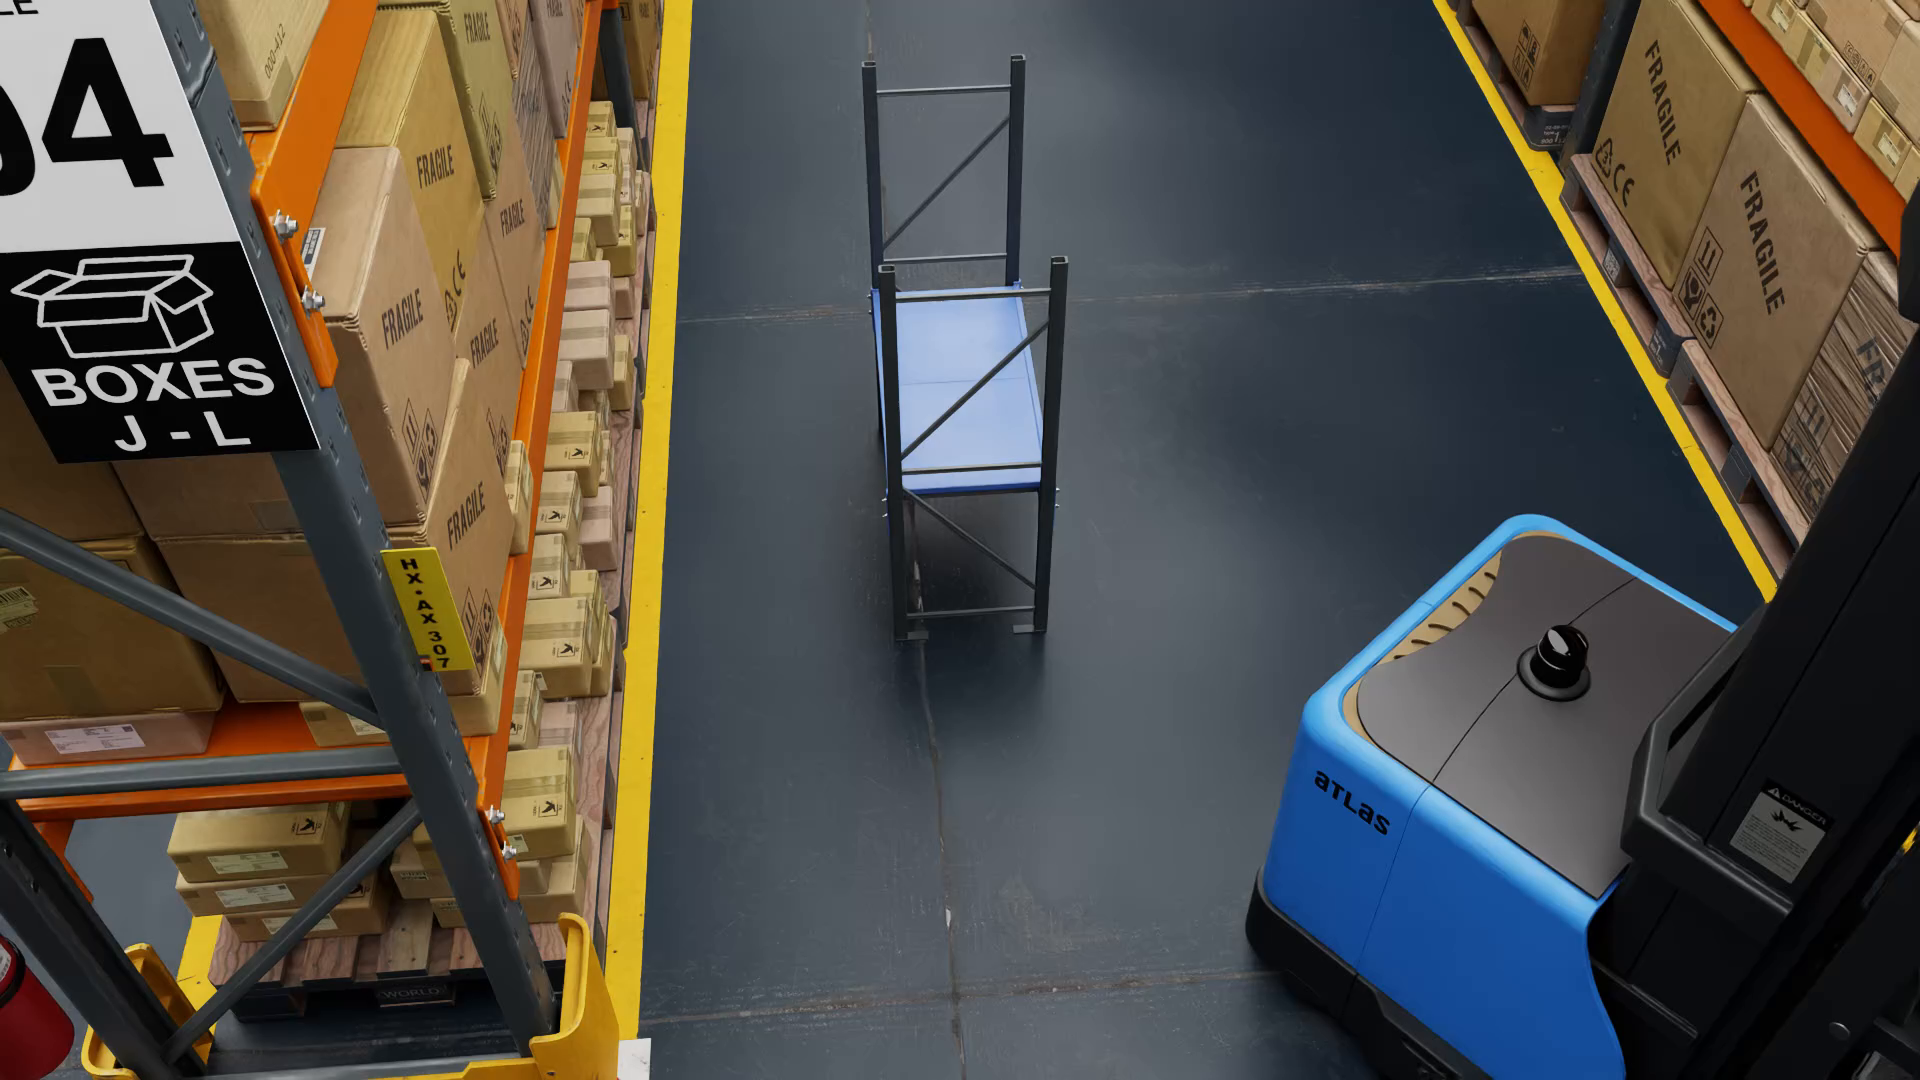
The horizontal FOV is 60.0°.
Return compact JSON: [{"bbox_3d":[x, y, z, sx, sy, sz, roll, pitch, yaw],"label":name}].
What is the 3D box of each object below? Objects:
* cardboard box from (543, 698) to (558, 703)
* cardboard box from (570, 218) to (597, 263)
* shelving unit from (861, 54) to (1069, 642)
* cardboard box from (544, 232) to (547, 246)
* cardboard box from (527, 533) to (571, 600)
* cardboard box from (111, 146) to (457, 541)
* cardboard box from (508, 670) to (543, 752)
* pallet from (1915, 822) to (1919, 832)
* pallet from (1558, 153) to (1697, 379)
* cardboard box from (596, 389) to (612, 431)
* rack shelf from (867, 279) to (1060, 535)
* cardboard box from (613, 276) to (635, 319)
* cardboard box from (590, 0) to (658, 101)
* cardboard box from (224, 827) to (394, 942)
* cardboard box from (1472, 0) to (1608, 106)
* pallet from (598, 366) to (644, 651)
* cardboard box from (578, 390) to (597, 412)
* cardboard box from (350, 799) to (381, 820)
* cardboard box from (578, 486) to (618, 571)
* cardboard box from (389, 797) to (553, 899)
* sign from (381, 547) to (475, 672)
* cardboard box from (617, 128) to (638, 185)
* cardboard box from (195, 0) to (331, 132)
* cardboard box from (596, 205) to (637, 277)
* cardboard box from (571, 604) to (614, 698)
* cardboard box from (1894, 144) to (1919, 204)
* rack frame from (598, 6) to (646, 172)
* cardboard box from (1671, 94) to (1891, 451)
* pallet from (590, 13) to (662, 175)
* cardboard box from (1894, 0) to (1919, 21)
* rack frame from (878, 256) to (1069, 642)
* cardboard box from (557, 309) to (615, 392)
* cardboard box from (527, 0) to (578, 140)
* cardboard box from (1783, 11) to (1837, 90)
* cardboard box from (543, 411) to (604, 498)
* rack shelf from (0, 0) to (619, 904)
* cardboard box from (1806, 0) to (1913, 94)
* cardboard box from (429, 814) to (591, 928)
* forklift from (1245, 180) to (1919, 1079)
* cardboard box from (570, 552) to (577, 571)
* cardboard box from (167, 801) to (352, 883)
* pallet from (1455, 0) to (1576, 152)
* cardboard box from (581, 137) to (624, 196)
[{"bbox_3d":[-1.353,0.425,4.751,0.380,0.149,0.250,-3,47,-3],"label":"cardboard box"},{"bbox_3d":[-1.502,-1.007,5.902,0.380,0.149,0.250,-2,47,-2],"label":"cardboard box"},{"bbox_3d":[-0.007,-0.577,5.264,0.538,1.500,1.048,-3,47,-3],"label":"shelving unit"},{"bbox_3d":[-1.372,-0.834,4.647,0.380,0.149,0.250,-2,47,-2],"label":"cardboard box"},{"bbox_3d":[-1.335,0.134,4.821,0.380,0.149,0.250,-6,47,-5],"label":"cardboard box"},{"bbox_3d":[-1.263,-0.362,3.065,0.500,0.500,0.500,-4,47,-4],"label":"cardboard box"},{"bbox_3d":[-1.338,0.499,4.476,0.380,0.149,0.250,-3,47,-3],"label":"cardboard box"},{"bbox_3d":[3.316,0.616,5.021,1.003,0.211,1.213,-3,47,-3],"label":"pallet"},{"bbox_3d":[3.112,-1.149,6.693,1.003,0.211,1.213,-3,47,-3],"label":"pallet"},{"bbox_3d":[-1.411,-0.394,5.732,0.380,0.149,0.250,-3,47,-3],"label":"cardboard box"},{"bbox_3d":[-0.007,-0.454,5.395,0.538,0.185,1.000,-3,47,-3],"label":"rack shelf"},{"bbox_3d":[-1.427,-0.955,6.263,0.380,0.149,0.250,-5,47,-5],"label":"cardboard box"},{"bbox_3d":[-1.622,-2.270,7.267,0.500,0.500,0.500,-2,47,-2],"label":"cardboard box"},{"bbox_3d":[-1.742,0.927,4.480,0.380,0.149,0.250,-3,47,-3],"label":"cardboard box"},{"bbox_3d":[3.053,-2.539,7.263,1.225,0.875,0.875,-3,47,-3],"label":"cardboard box"},{"bbox_3d":[-1.628,-0.107,5.706,1.003,0.211,1.213,-3,47,-3],"label":"pallet"},{"bbox_3d":[-1.440,-0.539,5.664,0.380,0.149,0.250,-5,47,-5],"label":"cardboard box"},{"bbox_3d":[-1.786,0.636,4.551,0.380,0.149,0.250,-4,47,-4],"label":"cardboard box"},{"bbox_3d":[-1.308,-0.023,5.380,0.380,0.149,0.250,-6,47,-5],"label":"cardboard box"},{"bbox_3d":[-1.278,0.798,4.397,0.380,0.149,0.250,-2,47,-2],"label":"cardboard box"},{"bbox_3d":[-0.949,0.129,2.966,0.100,0.325,0.005,-3,47,-3],"label":"sign"},{"bbox_3d":[-1.481,-1.493,6.567,0.380,0.149,0.250,-3,47,-2],"label":"cardboard box"},{"bbox_3d":[-1.272,-0.861,2.537,0.500,0.250,0.500,-2,47,-2],"label":"cardboard box"},{"bbox_3d":[-1.406,-1.105,6.200,0.380,0.149,0.250,-5,47,-5],"label":"cardboard box"},{"bbox_3d":[-1.258,0.341,5.035,0.380,0.149,0.250,-3,47,-3],"label":"cardboard box"},{"bbox_3d":[2.976,-1.026,4.829,0.380,0.149,0.250,-3,47,-3],"label":"cardboard box"},{"bbox_3d":[-1.824,-2.435,5.990,1.000,3.000,0.127,-3,47,-3],"label":"rack frame"},{"bbox_3d":[3.177,-0.943,5.752,0.875,0.875,0.875,-3,47,-3],"label":"cardboard box"},{"bbox_3d":[-1.891,-2.039,7.536,1.003,0.211,1.213,-3,47,-3],"label":"pallet"},{"bbox_3d":[2.994,-1.877,4.843,0.500,0.500,0.500,-5,47,-5],"label":"cardboard box"},{"bbox_3d":[0.035,-0.210,4.916,0.500,1.500,0.032,-3,47,-3],"label":"rack frame"},{"bbox_3d":[-1.353,-0.623,5.538,0.380,0.149,0.250,-5,47,-5],"label":"cardboard box"},{"bbox_3d":[-1.420,-1.503,4.834,0.500,0.500,0.500,-4,47,-4],"label":"cardboard box"},{"bbox_3d":[2.910,-1.587,5.360,0.380,0.149,0.250,-4,47,-4],"label":"cardboard box"},{"bbox_3d":[-1.325,-0.260,5.195,0.380,0.149,0.250,-3,47,-3],"label":"cardboard box"},{"bbox_3d":[-1.657,-0.740,4.881,1.077,0.370,4.000,-3,47,-3],"label":"rack shelf"},{"bbox_3d":[2.990,-1.623,5.120,0.500,0.250,0.500,-2,47,-2],"label":"cardboard box"},{"bbox_3d":[-1.214,0.897,4.509,0.380,0.149,0.250,-3,47,-2],"label":"cardboard box"},{"bbox_3d":[2.184,0.646,3.120,1.130,2.935,3.031,-35,56,-29],"label":"forklift"},{"bbox_3d":[-1.383,0.047,5.109,0.380,0.149,0.250,-6,47,-5],"label":"cardboard box"},{"bbox_3d":[-1.786,0.723,4.264,0.380,0.149,0.250,-3,47,-3],"label":"cardboard box"},{"bbox_3d":[2.987,-2.258,7.743,1.003,0.211,1.213,-3,47,-3],"label":"pallet"},{"bbox_3d":[-1.474,-1.379,6.255,0.380,0.149,0.250,-3,47,-3],"label":"cardboard box"}]
